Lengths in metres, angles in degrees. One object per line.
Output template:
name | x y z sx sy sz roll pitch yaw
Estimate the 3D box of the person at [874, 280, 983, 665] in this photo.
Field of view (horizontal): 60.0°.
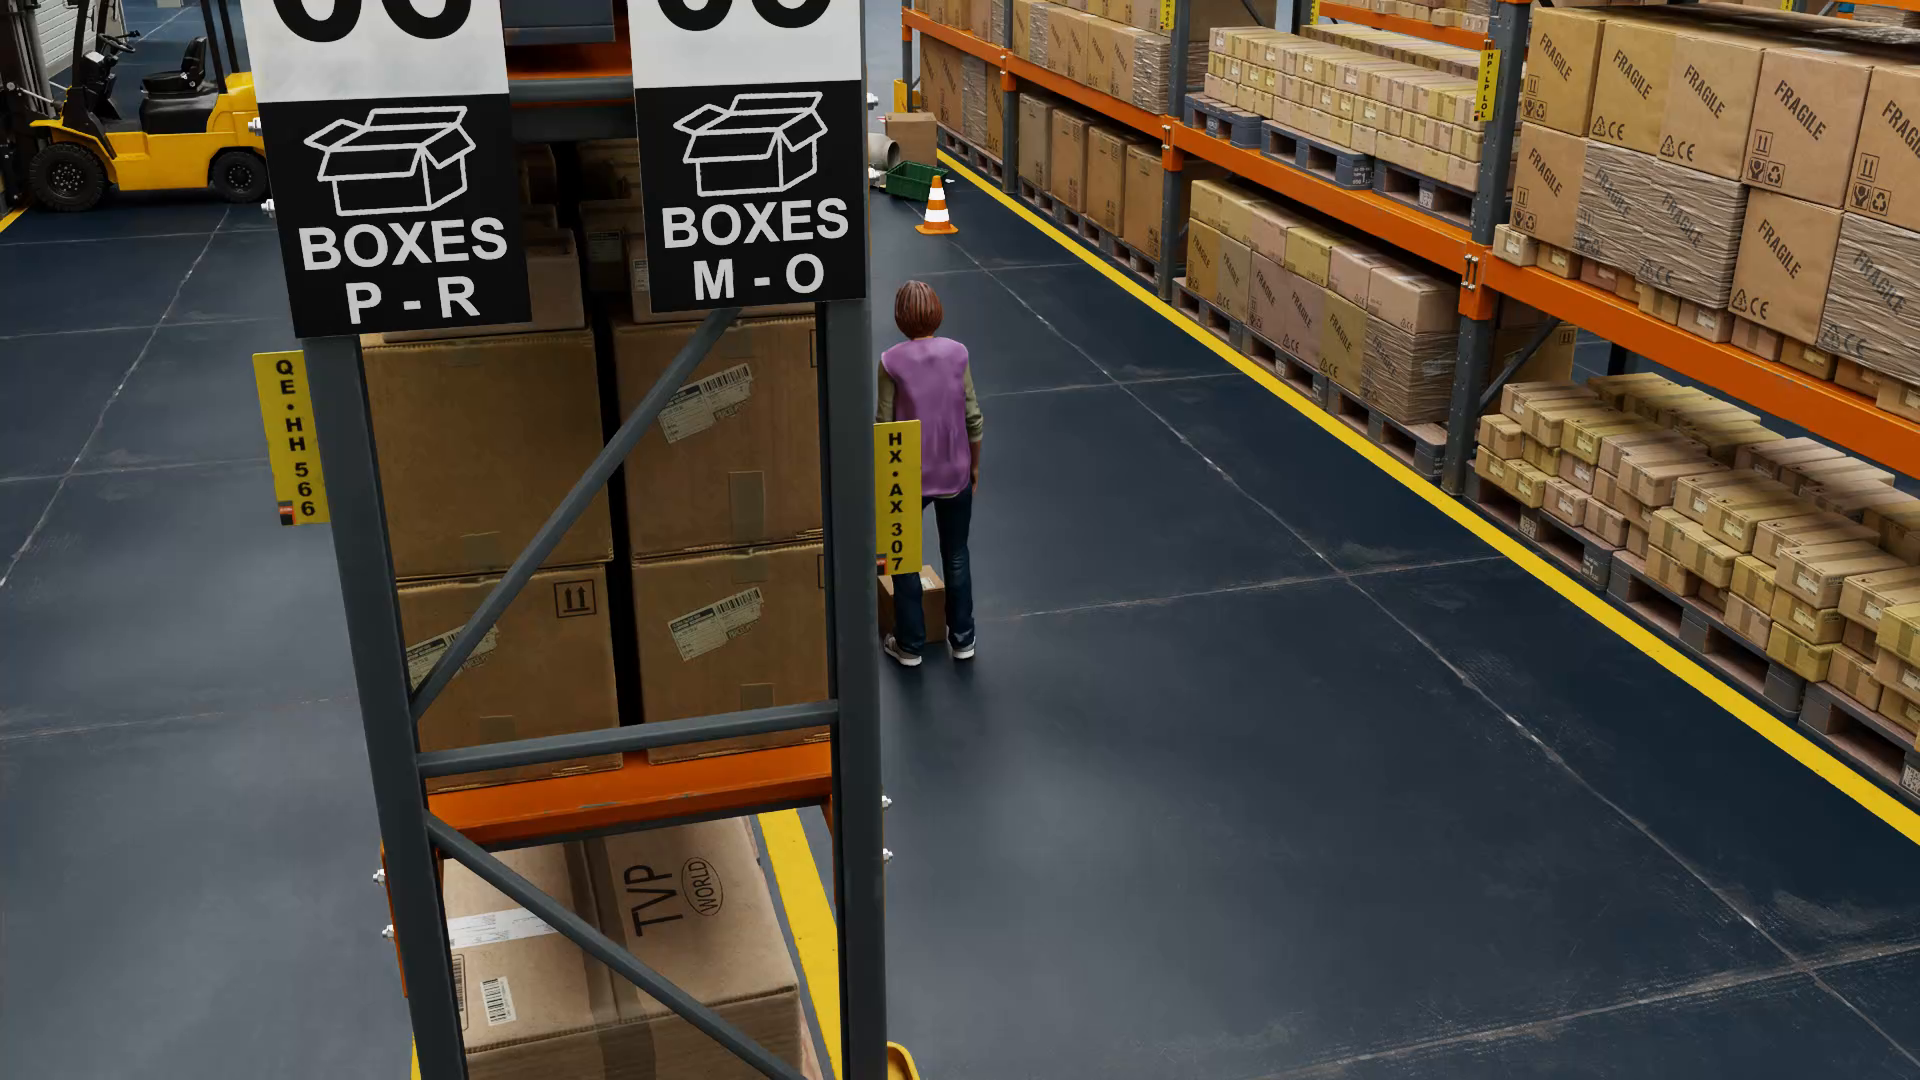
person | -0.134 -0.242 6.675 0.460 1.591 0.345 -7 24 -16
